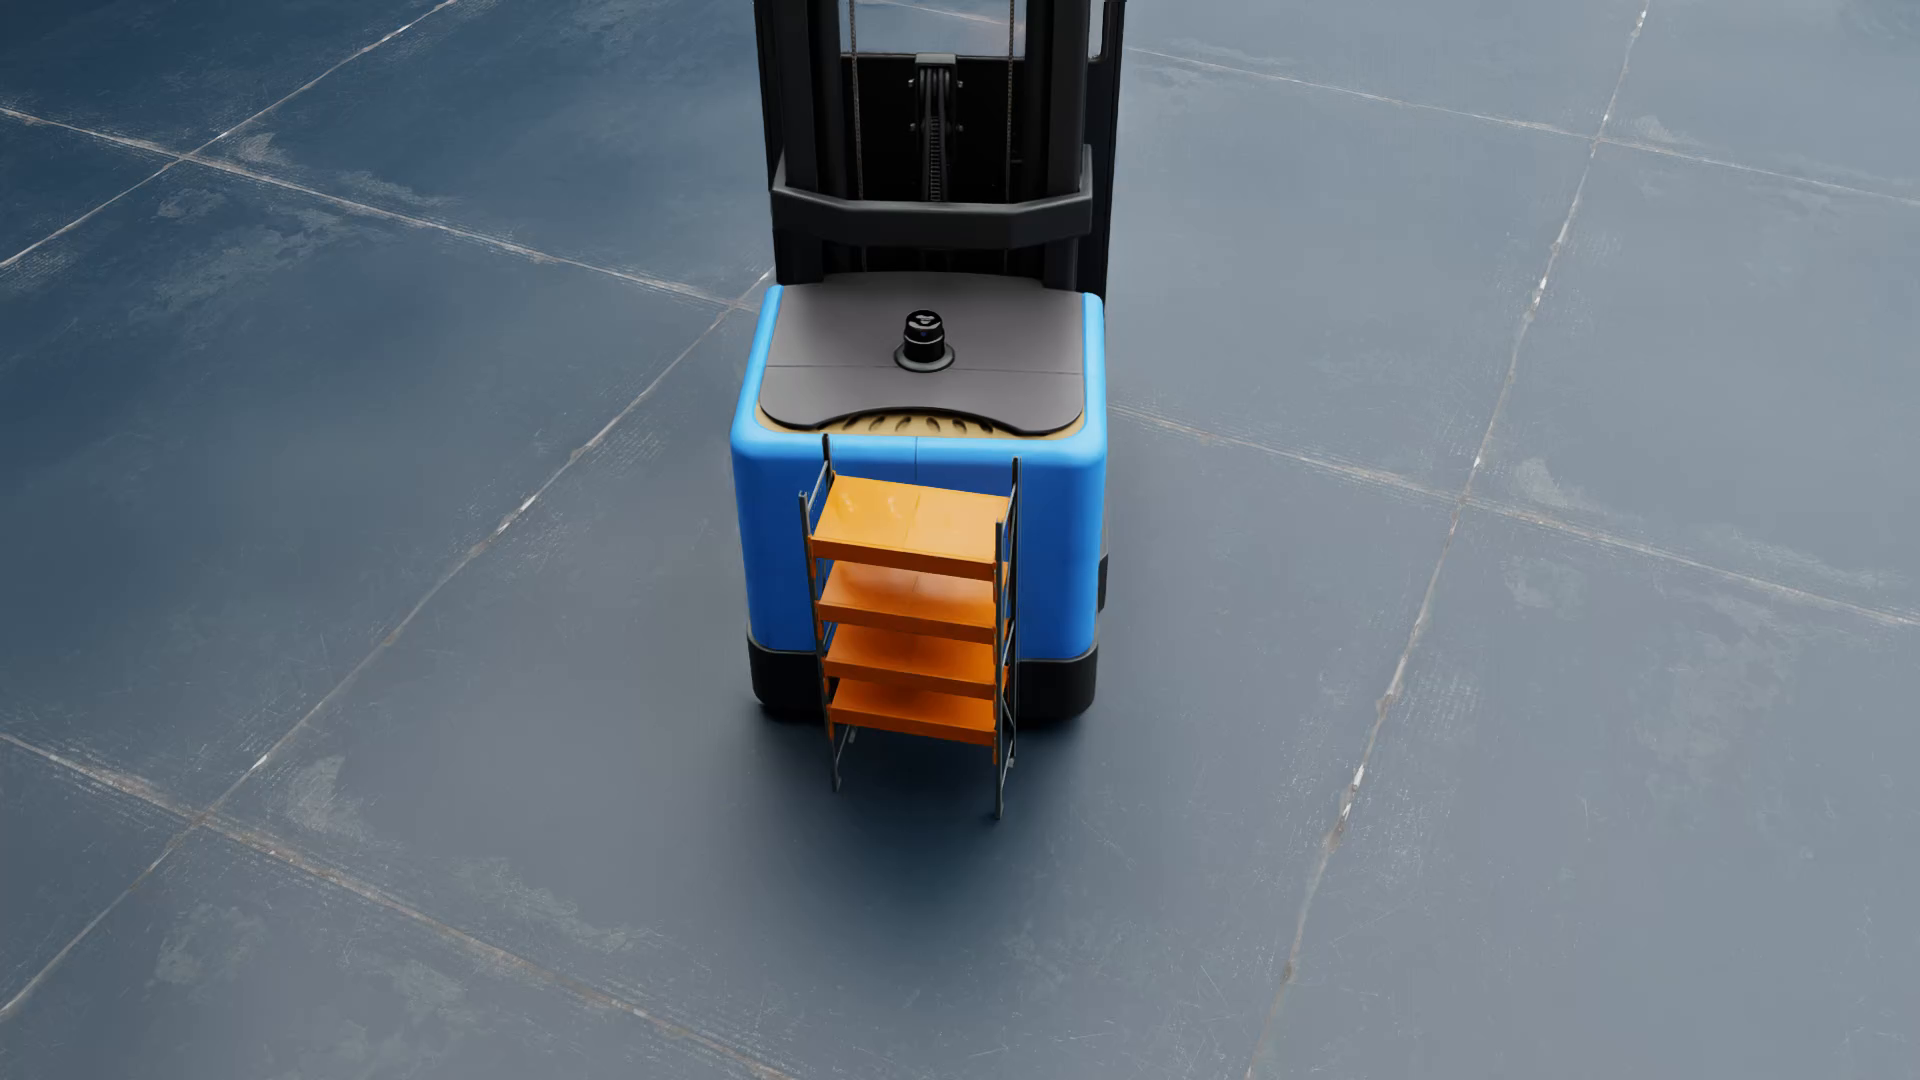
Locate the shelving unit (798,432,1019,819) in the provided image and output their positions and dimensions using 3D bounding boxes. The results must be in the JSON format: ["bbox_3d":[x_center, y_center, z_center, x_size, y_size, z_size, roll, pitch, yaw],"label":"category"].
[{"bbox_3d":[-0.114,0.268,4.511,0.503,1.200,0.258,8,46,9],"label":"shelving unit"}]

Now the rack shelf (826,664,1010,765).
[{"bbox_3d":[-0.110,0.456,4.699,0.480,0.148,0.258,8,46,9],"label":"rack shelf"}]

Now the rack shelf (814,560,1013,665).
[{"bbox_3d":[-0.116,0.157,4.401,0.480,0.148,0.258,8,46,9],"label":"rack shelf"}]

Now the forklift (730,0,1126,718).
[{"bbox_3d":[-0.049,-1.518,5.263,1.130,2.935,3.031,2,41,2],"label":"forklift"}]

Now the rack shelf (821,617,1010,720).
[{"bbox_3d":[-0.113,0.316,4.559,0.480,0.148,0.258,8,46,9],"label":"rack shelf"}]

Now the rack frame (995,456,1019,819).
[{"bbox_3d":[0.125,0.300,4.474,0.015,1.200,0.240,8,46,9],"label":"rack frame"}]

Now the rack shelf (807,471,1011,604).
[{"bbox_3d":[-0.120,-0.010,4.234,0.480,0.148,0.258,8,46,9],"label":"rack shelf"}]

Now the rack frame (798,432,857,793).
[{"bbox_3d":[-0.353,0.236,4.549,0.015,1.200,0.240,8,46,9],"label":"rack frame"}]
